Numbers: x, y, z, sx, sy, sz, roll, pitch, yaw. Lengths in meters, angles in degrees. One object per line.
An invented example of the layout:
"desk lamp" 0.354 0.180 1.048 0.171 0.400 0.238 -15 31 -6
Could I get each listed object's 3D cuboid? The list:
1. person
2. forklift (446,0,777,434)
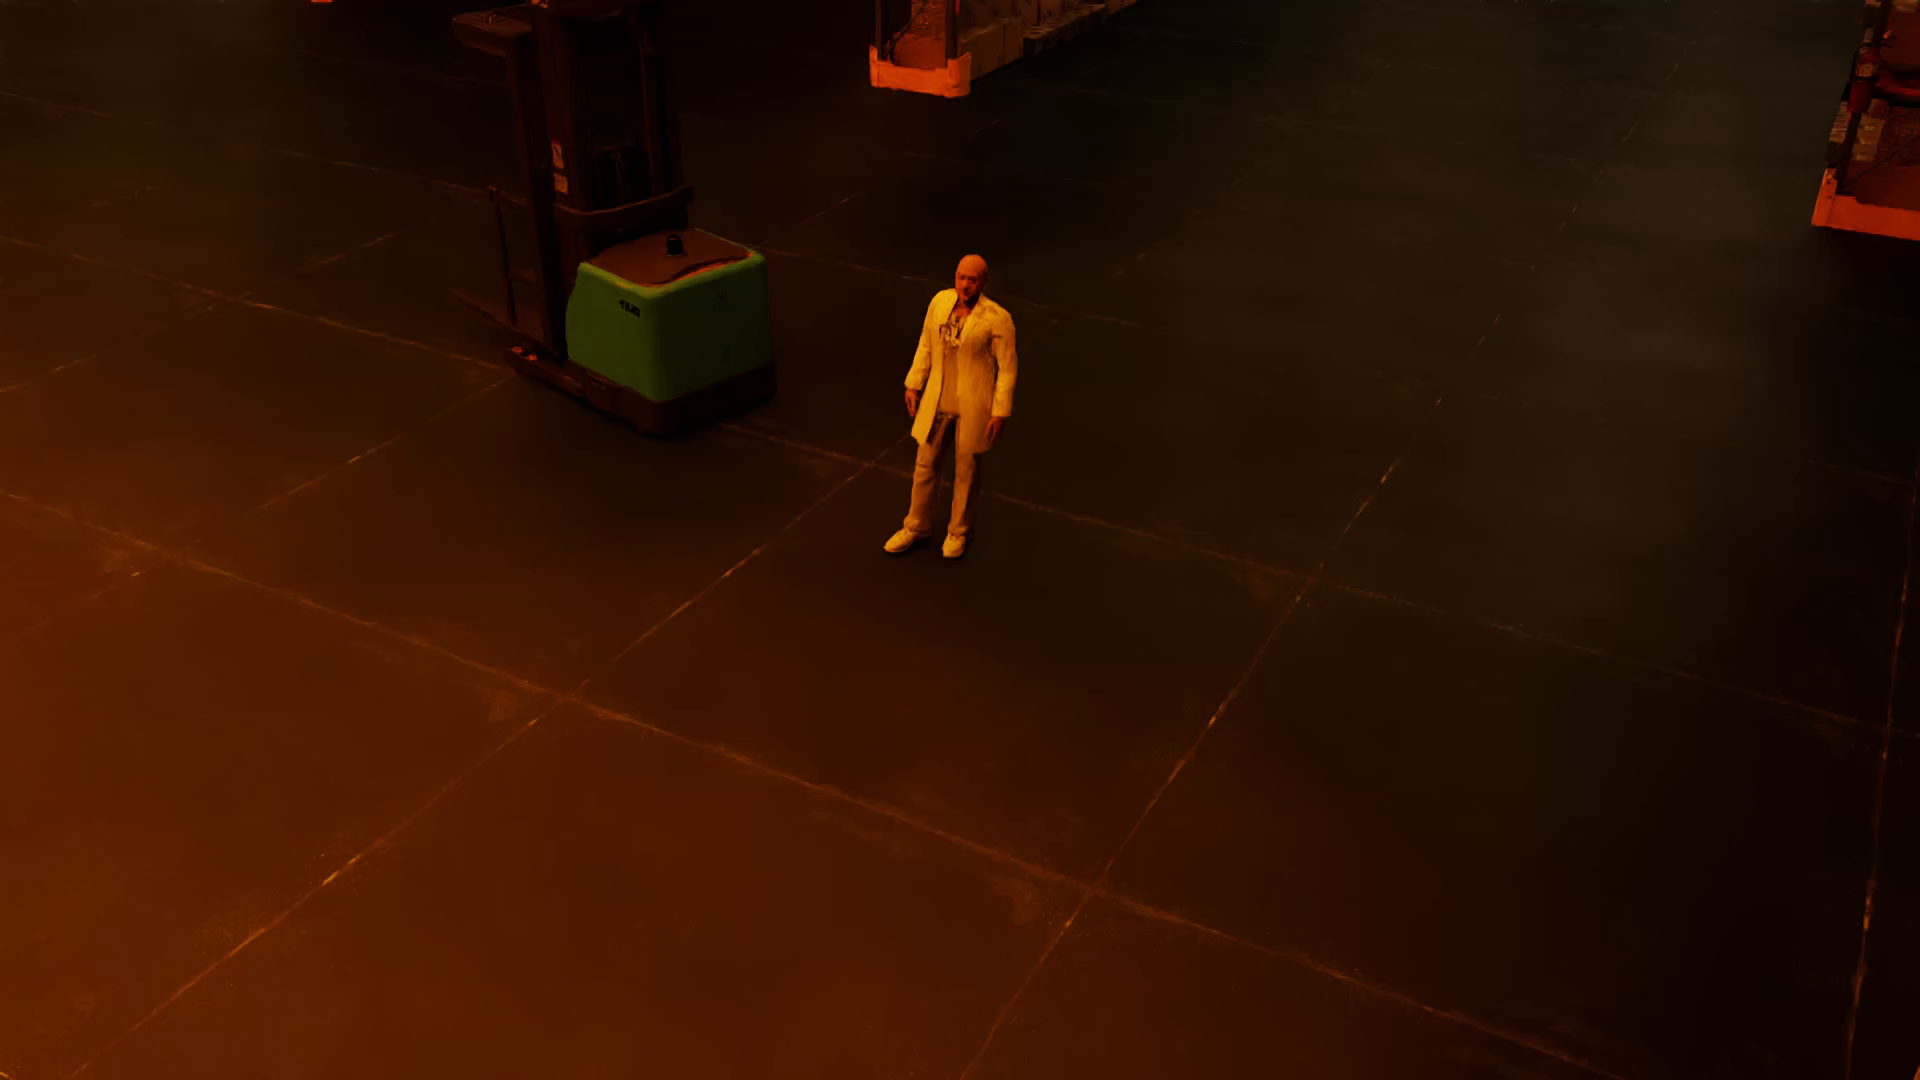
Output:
"person" -0.048 -0.738 9.488 0.694 1.776 0.579 15 33 25
"forklift" -2.690 -2.613 11.597 3.031 2.935 1.130 26 39 38
